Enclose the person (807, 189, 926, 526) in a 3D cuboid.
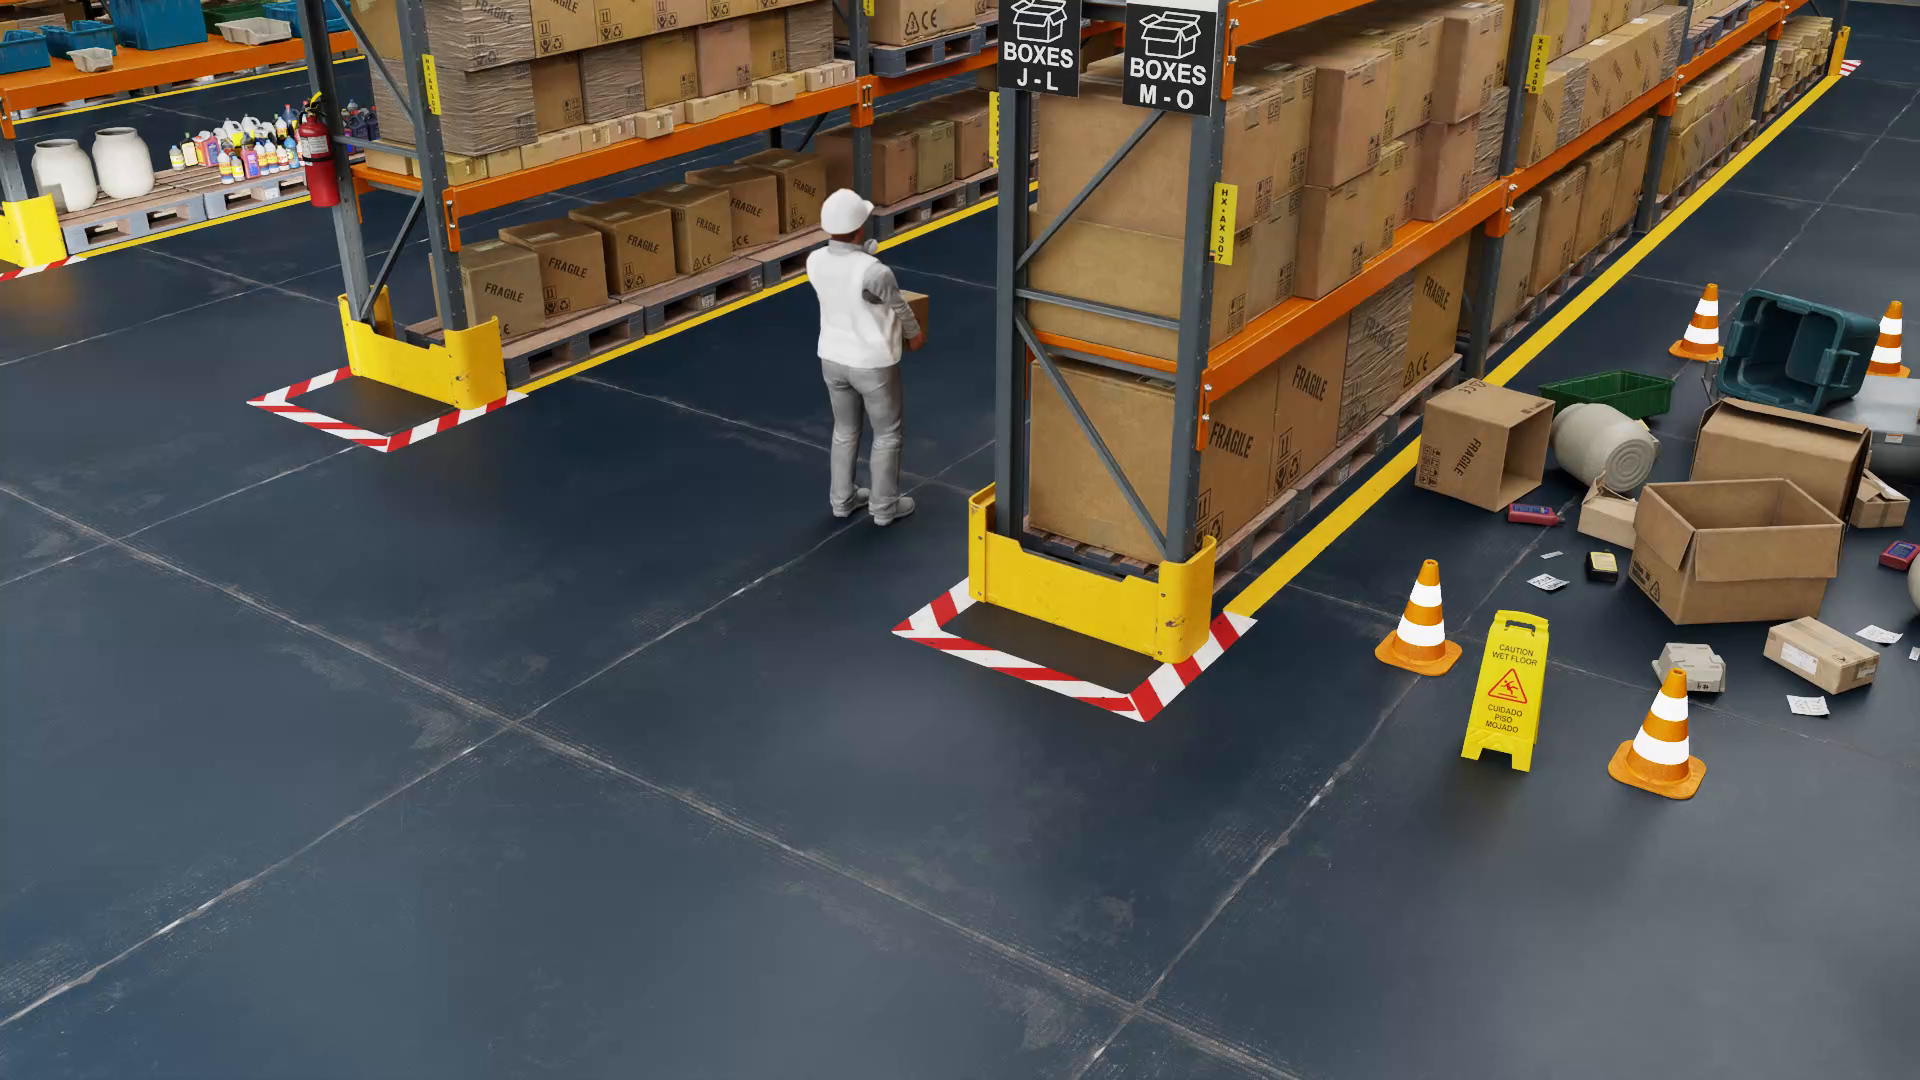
[{"bbox_3d":[-0.462,-0.948,8.478,0.494,1.762,0.553,18,32,31],"label":"person"}]
